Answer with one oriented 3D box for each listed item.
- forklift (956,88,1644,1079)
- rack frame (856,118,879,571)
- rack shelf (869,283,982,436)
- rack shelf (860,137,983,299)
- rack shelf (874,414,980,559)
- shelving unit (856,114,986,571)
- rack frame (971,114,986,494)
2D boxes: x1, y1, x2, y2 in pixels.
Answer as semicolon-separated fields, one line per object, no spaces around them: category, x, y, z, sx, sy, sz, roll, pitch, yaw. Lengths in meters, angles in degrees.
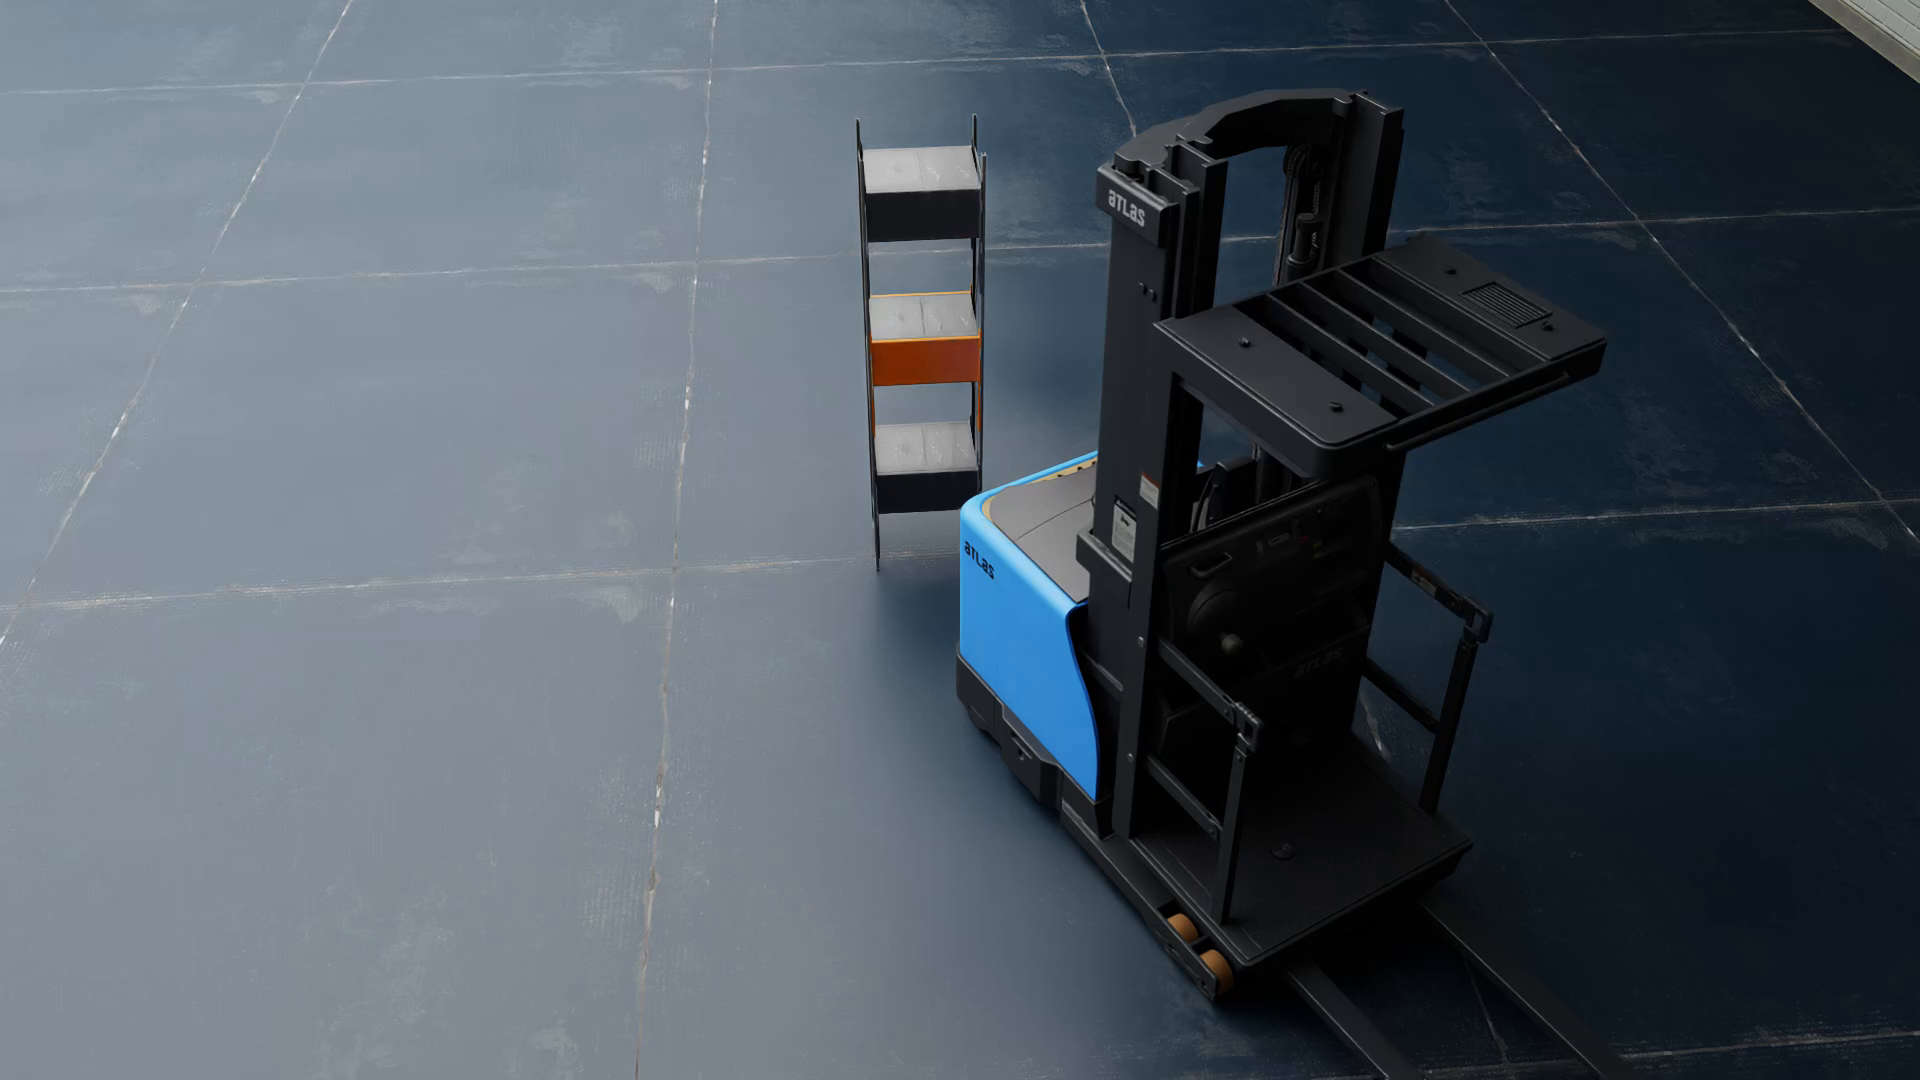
forklift;1.185;0.158;5.505;1.130;2.935;3.031;-21;43;-24
rack frame;-0.408;-0.802;7.393;0.015;2.100;0.400;-3;38;-4
rack shelf;-0.165;-0.805;7.419;0.480;0.518;0.431;-3;38;-4
rack shelf;-0.165;-1.354;6.985;0.480;0.518;0.431;-3;38;-4
rack shelf;-0.165;-0.255;7.852;0.480;0.518;0.431;-3;38;-4
shelving unit;-0.165;-0.815;7.410;0.503;2.100;0.431;-3;38;-4
rack frame;0.078;-0.829;7.427;0.015;2.100;0.400;-3;38;-4
